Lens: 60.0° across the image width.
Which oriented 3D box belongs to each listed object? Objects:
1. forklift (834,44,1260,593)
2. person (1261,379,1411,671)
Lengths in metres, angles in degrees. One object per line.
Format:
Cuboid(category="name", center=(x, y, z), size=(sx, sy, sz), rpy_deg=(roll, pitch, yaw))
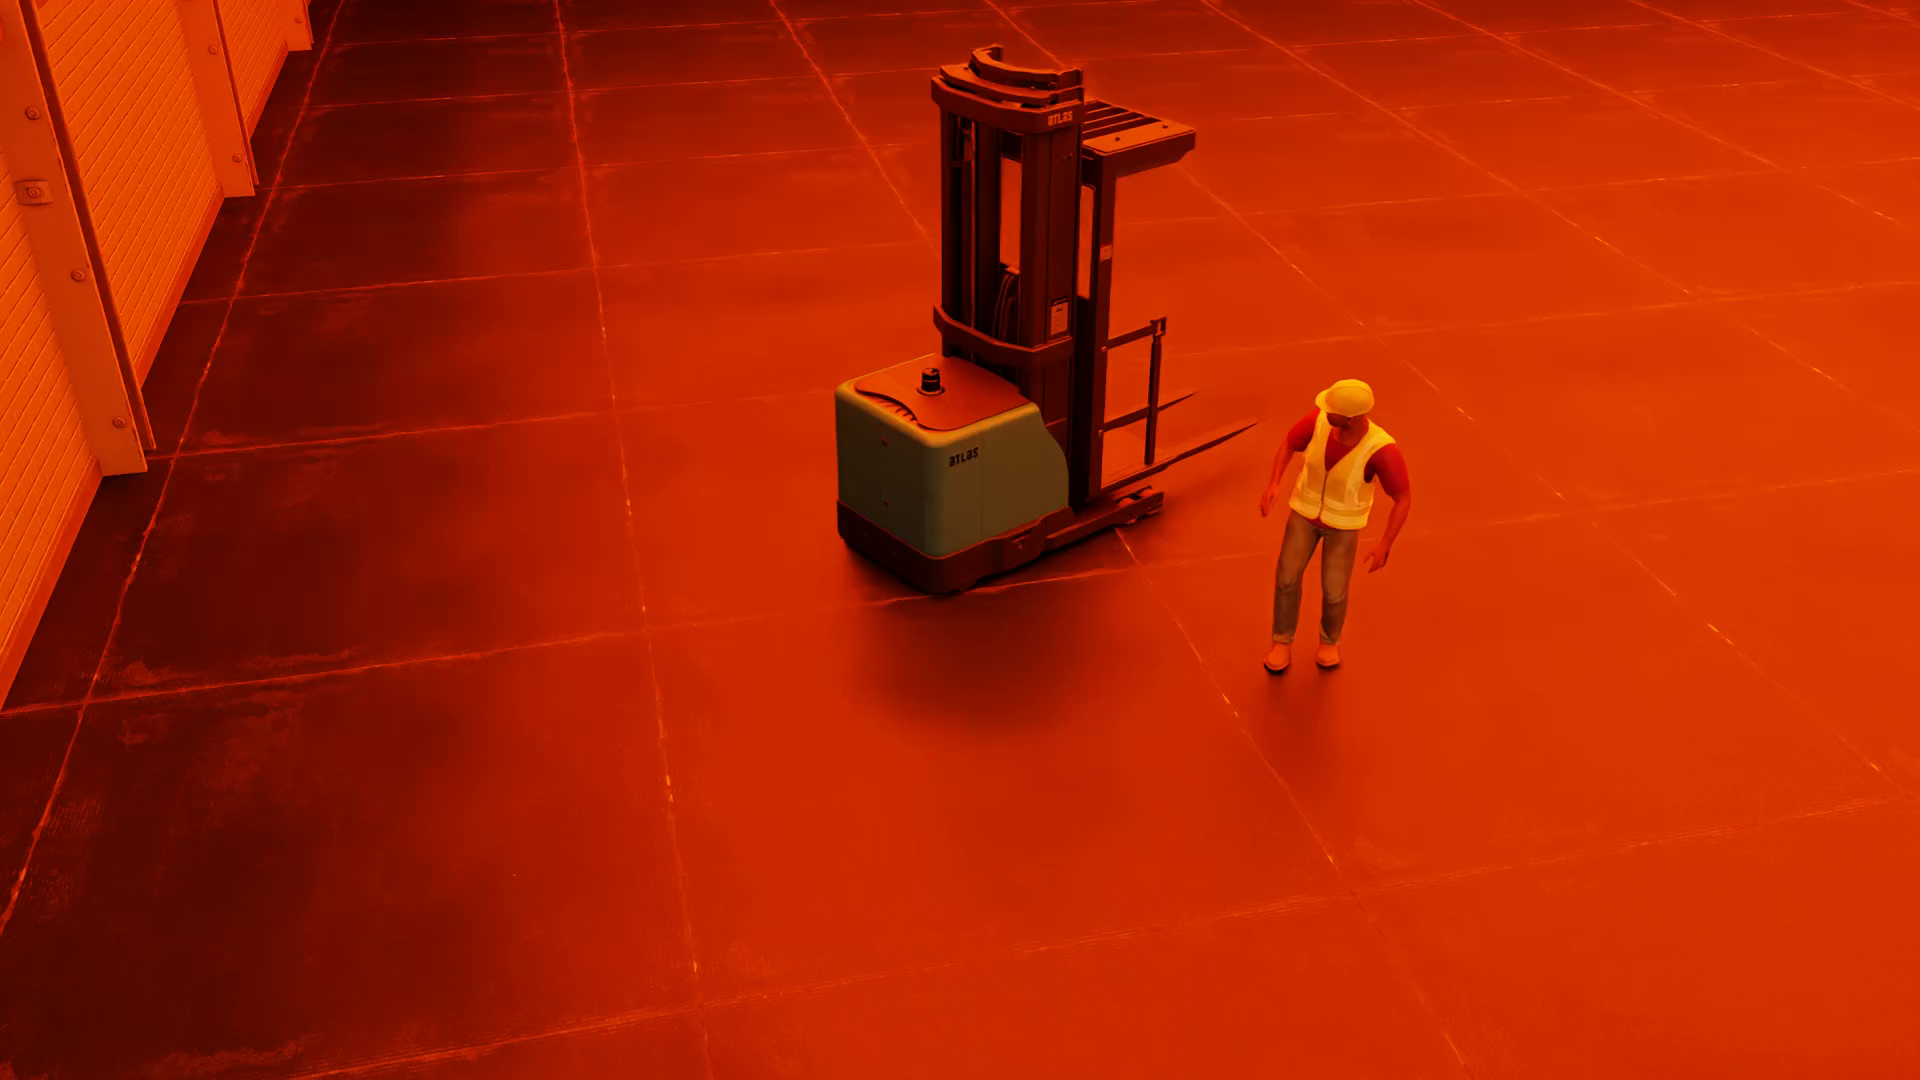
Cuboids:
Cuboid(category="forklift", center=(0.691, -1.552, 10.256), size=(3.031, 2.935, 1.130), rpy_deg=(-22, 37, -33))
Cuboid(category="person", center=(1.986, -0.076, 8.908), size=(0.775, 1.731, 0.509), rpy_deg=(16, 34, 26))
